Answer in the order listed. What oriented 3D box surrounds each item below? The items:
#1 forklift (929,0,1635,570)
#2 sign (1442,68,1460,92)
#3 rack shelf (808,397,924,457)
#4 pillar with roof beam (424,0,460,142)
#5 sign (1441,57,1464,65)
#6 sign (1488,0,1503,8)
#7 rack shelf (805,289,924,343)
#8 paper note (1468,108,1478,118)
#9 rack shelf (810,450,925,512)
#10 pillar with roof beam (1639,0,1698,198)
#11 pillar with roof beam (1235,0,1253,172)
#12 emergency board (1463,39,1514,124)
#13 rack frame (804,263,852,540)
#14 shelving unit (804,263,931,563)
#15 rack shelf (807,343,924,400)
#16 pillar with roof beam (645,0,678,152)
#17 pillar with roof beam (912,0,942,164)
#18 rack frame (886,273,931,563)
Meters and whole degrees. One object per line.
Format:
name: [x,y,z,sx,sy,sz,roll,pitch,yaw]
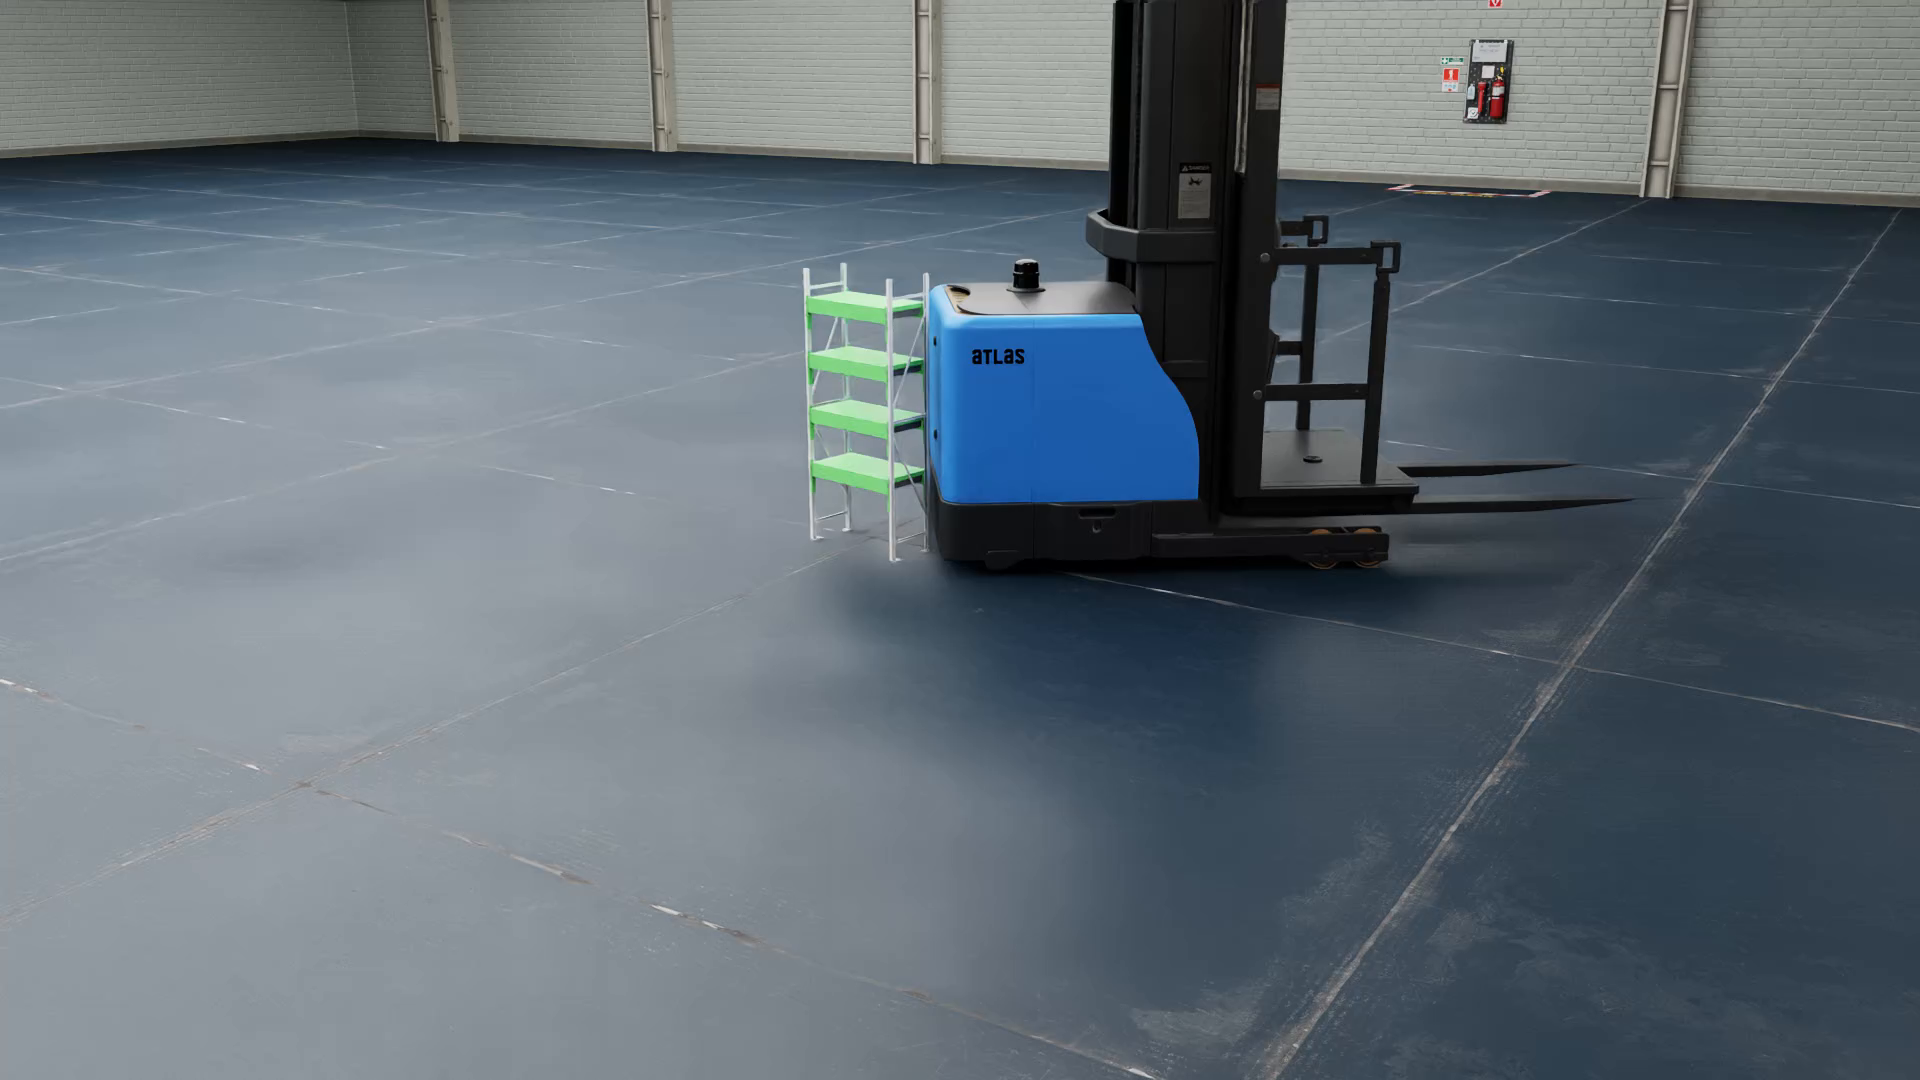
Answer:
forklift: [1.394,-1.431,7.050,3.031,2.935,1.130,-1,17,-4]
sign: [7.154,-6.709,24.245,0.234,0.329,0.001,10,20,30]
rack shelf: [-0.395,-0.490,7.151,0.480,0.148,0.258,15,22,40]
pillar with roof beam: [-13.047,-11.652,30.257,0.400,9.000,9.100,10,20,30]
sign: [7.153,-6.960,24.159,0.331,0.109,0.001,10,20,30]
sign: [7.616,-7.717,23.638,0.199,0.298,0.001,10,20,30]
rack shelf: [-0.395,-0.950,7.012,0.480,0.148,0.258,15,22,40]
paper note: [7.456,-6.205,24.163,0.142,0.148,0.016,10,20,30]
rack shelf: [-0.395,-0.261,7.221,0.480,0.148,0.258,15,22,40]
pillar with roof beam: [7.404,-8.001,18.239,0.400,9.000,9.100,10,20,30]
pillar with roof beam: [2.291,-8.914,21.244,0.400,9.000,9.100,10,20,30]
emergency board: [7.571,-6.582,23.890,0.643,1.169,0.194,10,20,30]
rack frame: [-0.576,-0.599,7.289,0.015,1.200,0.240,15,22,40]
shelving unit: [-0.395,-0.552,7.133,0.503,1.200,0.258,15,22,40]
rack shelf: [-0.395,-0.720,7.081,0.480,0.148,0.258,15,22,40]
pillar with roof beam: [-7.934,-10.739,27.253,0.400,9.000,9.100,10,20,30]
pillar with roof beam: [-2.822,-9.826,24.248,0.400,9.000,9.100,10,20,30]
rack frame: [-0.214,-0.504,6.976,0.015,1.200,0.240,15,22,40]
